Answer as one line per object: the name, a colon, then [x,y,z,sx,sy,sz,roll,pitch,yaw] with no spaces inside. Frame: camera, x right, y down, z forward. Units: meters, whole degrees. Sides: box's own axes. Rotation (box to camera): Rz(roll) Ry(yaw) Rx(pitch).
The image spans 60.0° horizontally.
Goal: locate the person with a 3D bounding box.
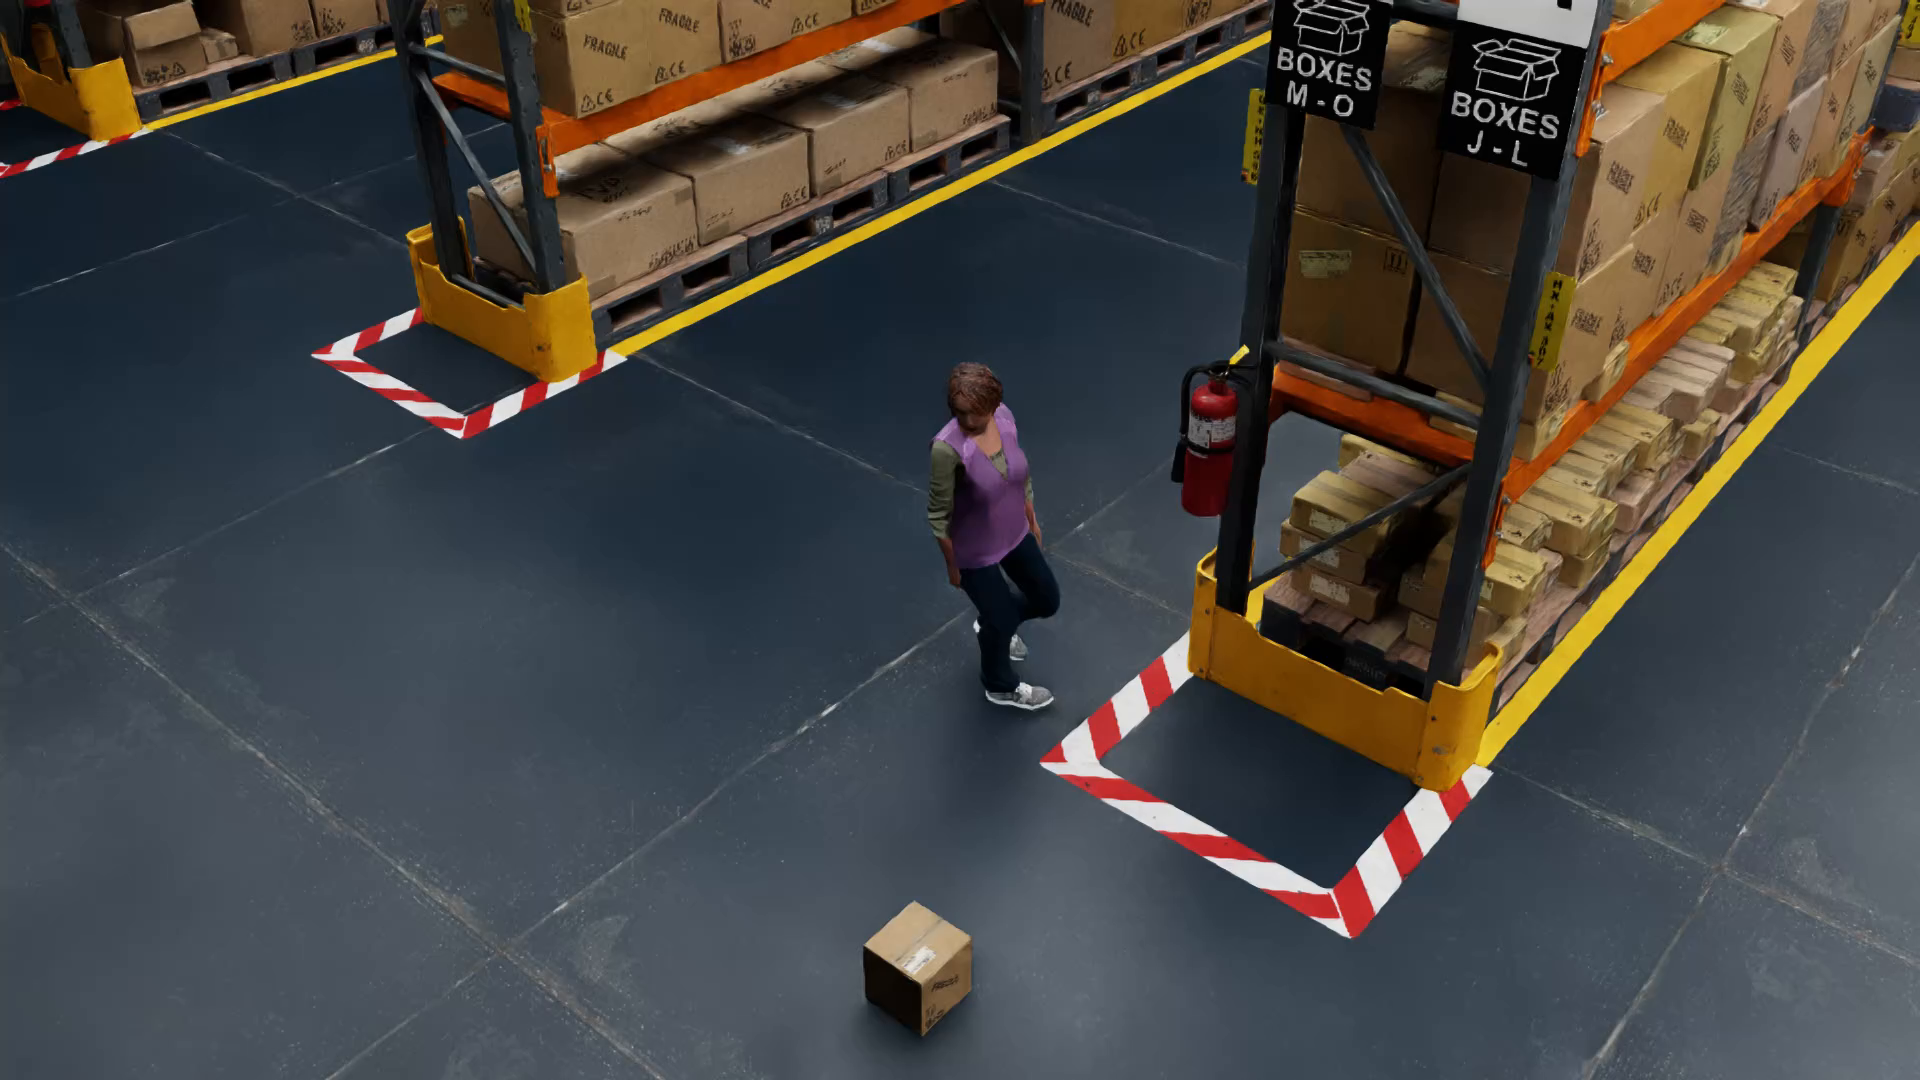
person: [0.130,0.006,6.162,0.415,1.578,0.547,26,43,31]
